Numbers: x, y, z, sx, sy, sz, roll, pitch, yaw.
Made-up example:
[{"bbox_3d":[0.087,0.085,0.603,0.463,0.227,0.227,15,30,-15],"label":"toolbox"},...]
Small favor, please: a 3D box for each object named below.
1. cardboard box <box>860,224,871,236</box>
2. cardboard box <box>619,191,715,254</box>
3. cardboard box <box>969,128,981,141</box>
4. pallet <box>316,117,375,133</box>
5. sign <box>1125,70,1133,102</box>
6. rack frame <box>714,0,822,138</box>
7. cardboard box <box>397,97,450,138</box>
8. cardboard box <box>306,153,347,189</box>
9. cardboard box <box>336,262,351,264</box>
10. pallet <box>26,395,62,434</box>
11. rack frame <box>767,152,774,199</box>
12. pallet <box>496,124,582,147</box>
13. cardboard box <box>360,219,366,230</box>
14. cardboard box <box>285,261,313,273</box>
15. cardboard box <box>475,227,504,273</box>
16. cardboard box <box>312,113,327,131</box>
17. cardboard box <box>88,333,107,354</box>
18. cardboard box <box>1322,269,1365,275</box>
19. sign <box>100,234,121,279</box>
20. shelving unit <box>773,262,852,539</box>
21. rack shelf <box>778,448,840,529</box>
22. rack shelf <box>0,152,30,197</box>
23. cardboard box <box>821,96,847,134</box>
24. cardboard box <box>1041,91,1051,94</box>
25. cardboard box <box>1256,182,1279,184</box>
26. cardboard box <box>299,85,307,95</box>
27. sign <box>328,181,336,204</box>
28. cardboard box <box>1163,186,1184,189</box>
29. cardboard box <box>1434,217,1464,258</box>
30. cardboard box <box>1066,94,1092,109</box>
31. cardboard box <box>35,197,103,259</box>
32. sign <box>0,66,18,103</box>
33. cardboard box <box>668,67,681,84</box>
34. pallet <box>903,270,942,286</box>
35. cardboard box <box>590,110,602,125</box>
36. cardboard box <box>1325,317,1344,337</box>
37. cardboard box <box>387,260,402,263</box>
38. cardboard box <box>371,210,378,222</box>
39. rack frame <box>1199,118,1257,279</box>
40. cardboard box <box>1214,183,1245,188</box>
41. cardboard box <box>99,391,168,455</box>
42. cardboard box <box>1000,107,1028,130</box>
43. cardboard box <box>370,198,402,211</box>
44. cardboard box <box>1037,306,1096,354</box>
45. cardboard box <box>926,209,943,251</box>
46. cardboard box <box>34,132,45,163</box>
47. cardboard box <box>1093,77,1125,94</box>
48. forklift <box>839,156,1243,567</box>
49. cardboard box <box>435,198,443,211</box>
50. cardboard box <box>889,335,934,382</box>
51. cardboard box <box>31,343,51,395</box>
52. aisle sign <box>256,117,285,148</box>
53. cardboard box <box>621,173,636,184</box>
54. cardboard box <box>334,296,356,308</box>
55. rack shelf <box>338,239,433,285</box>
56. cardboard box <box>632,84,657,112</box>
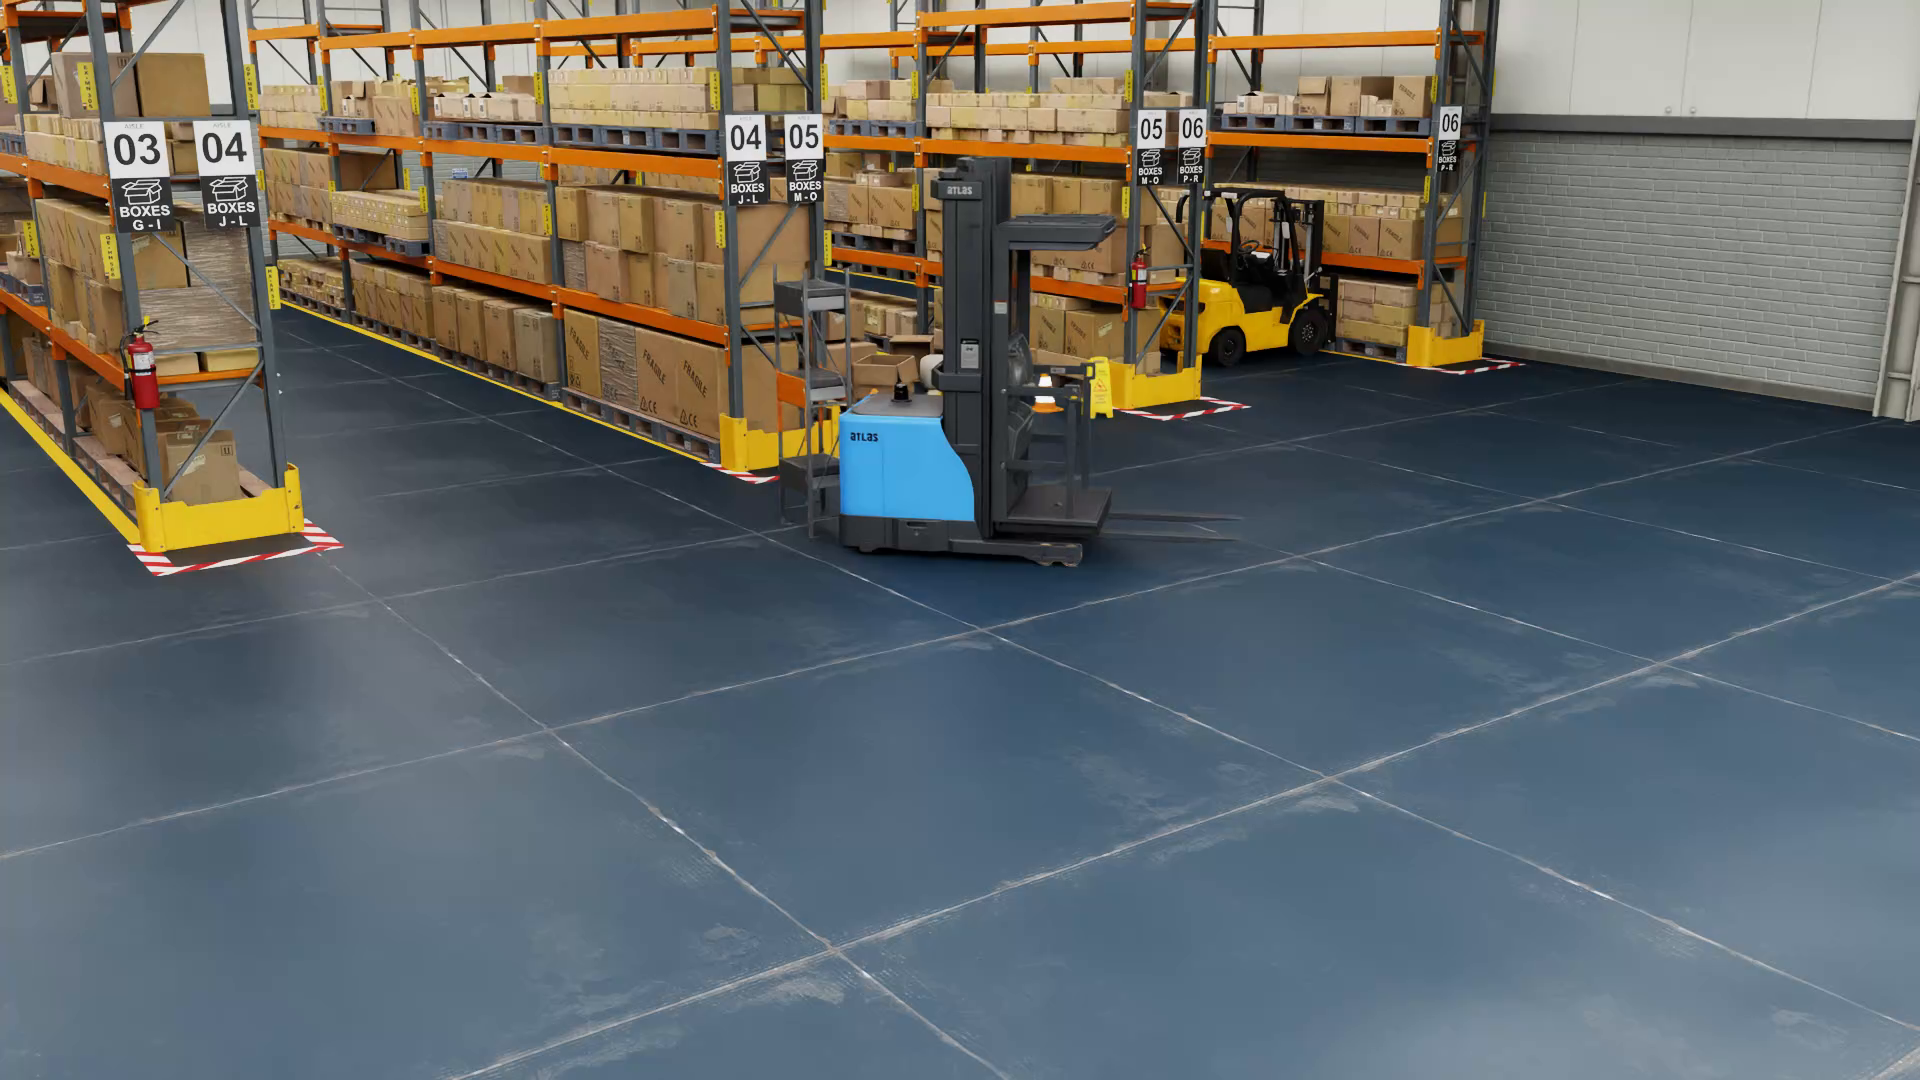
[{"bbox_3d":[-1.113,-4.156,22.260,0.380,0.149,0.250,-11,19,-34],"label":"cardboard box"},{"bbox_3d":[-2.927,-3.217,16.817,0.875,0.550,0.500,-11,19,-35],"label":"cardboard box"},{"bbox_3d":[0.331,-4.907,20.115,0.380,0.149,0.250,-10,18,-33],"label":"cardboard box"},{"bbox_3d":[-8.485,-5.972,23.887,1.213,0.211,1.003,-11,19,-35],"label":"pallet"},{"bbox_3d":[1.778,-4.783,17.512,0.100,0.325,0.005,-11,19,-35],"label":"sign"},{"bbox_3d":[-1.706,-5.095,14.646,1.000,3.000,0.127,-11,19,-35],"label":"rack frame"},{"bbox_3d":[-6.951,-5.487,21.571,0.500,0.500,0.500,-11,19,-35],"label":"cardboard box"},{"bbox_3d":[-9.565,-5.606,25.229,0.500,0.500,0.500,-12,19,-36],"label":"cardboard box"},{"bbox_3d":[-9.937,-4.447,27.119,0.380,0.149,0.250,-10,18,-33],"label":"cardboard box"},{"bbox_3d":[-9.310,-1.389,17.752,1.003,0.211,1.213,-11,19,-35],"label":"pallet"},{"bbox_3d":[-2.465,-4.700,24.565,1.000,3.000,0.127,-11,19,-35],"label":"rack frame"},{"bbox_3d":[-4.637,-4.598,18.875,0.805,0.209,1.217,-12,19,-37],"label":"pallet"},{"bbox_3d":[-8.130,-4.412,23.194,0.380,0.149,0.250,-11,19,-36],"label":"cardboard box"},{"bbox_3d":[-10.776,-4.454,27.146,0.380,0.149,0.250,-11,19,-35],"label":"cardboard box"},{"bbox_3d":[-5.475,-3.498,19.984,0.500,0.500,0.500,-11,19,-35],"label":"cardboard box"},{"bbox_3d":[-9.269,-6.201,24.654,0.500,0.250,0.500,-10,18,-33],"label":"cardboard box"},{"bbox_3d":[-7.079,-1.665,13.953,0.380,0.149,0.250,-11,19,-35],"label":"cardboard box"},{"bbox_3d":[5.244,-3.578,22.987,0.500,0.250,0.500,-11,19,-36],"label":"cardboard box"},{"bbox_3d":[-6.238,-2.082,12.210,0.100,0.325,0.005,-11,19,-35],"label":"sign"},{"bbox_3d":[-1.154,-1.106,13.137,0.431,2.100,0.503,-10,18,-32],"label":"shelving unit"},{"bbox_3d":[-1.153,-0.418,13.325,0.431,0.518,0.480,-10,18,-32],"label":"rack shelf"},{"bbox_3d":[-9.305,-3.834,17.084,1.077,0.370,4.000,-11,19,-35],"label":"rack shelf"},{"bbox_3d":[-1.545,-5.875,22.982,0.797,0.503,0.637,-11,19,-35],"label":"cardboard box"},{"bbox_3d":[1.555,-7.303,27.359,0.380,0.149,0.250,-12,19,-36],"label":"cardboard box"},{"bbox_3d":[4.446,-5.040,23.827,0.380,0.149,0.250,-11,19,-36],"label":"cardboard box"},{"bbox_3d":[-9.786,-6.818,25.203,0.380,0.149,0.250,-12,19,-37],"label":"cardboard box"},{"bbox_3d":[-9.196,-5.096,24.372,0.100,0.325,0.005,-11,19,-35],"label":"sign"},{"bbox_3d":[3.312,-5.314,25.390,0.380,0.149,0.250,-11,19,-35],"label":"cardboard box"},{"bbox_3d":[6.185,-3.960,21.672,0.500,0.500,0.500,-10,18,-33],"label":"cardboard box"},{"bbox_3d":[1.408,-4.903,18.591,0.380,0.149,0.250,-11,19,-34],"label":"cardboard box"},{"bbox_3d":[-8.070,-2.846,15.145,0.500,0.500,0.500,-11,19,-35],"label":"cardboard box"},{"bbox_3d":[-8.576,-4.107,14.991,0.100,0.325,0.005,-11,19,-35],"label":"sign"},{"bbox_3d":[-2.475,-4.290,15.367,0.380,0.149,0.250,-10,18,-34],"label":"cardboard box"},{"bbox_3d":[-0.295,-4.812,30.259,1.003,0.211,1.213,-11,19,-35],"label":"pallet"},{"bbox_3d":[-3.519,-4.285,16.857,0.380,0.149,0.250,-11,19,-35],"label":"cardboard box"},{"bbox_3d":[5.148,-2.906,22.425,0.500,0.250,0.500,-11,19,-34],"label":"cardboard box"},{"bbox_3d":[-8.119,-4.003,24.538,0.500,0.250,0.500,-11,19,-36],"label":"cardboard box"},{"bbox_3d":[-7.829,-4.445,22.750,0.380,0.149,0.250,-10,18,-33],"label":"cardboard box"},{"bbox_3d":[3.900,-4.617,24.262,1.000,3.000,0.127,-11,19,-35],"label":"rack frame"},{"bbox_3d":[3.847,-5.007,23.707,0.380,0.149,0.250,-10,18,-33],"label":"cardboard box"},{"bbox_3d":[-7.583,-1.092,15.322,0.500,0.500,0.500,-5,16,-17],"label":"cardboard box"},{"bbox_3d":[0.818,-4.902,19.343,0.500,0.250,0.500,-11,19,-34],"label":"cardboard box"},{"bbox_3d":[-7.827,-4.588,22.711,0.380,0.149,0.250,-10,18,-32],"label":"cardboard box"},{"bbox_3d":[1.247,-2.471,19.415,0.500,0.500,0.500,-10,18,-33],"label":"cardboard box"},{"bbox_3d":[-0.080,-3.900,20.891,0.500,0.500,0.500,-11,19,-35],"label":"cardboard box"},{"bbox_3d":[-7.757,-3.434,14.542,0.500,0.250,0.500,-11,19,-35],"label":"cardboard box"},{"bbox_3d":[2.375,-6.807,25.408,0.500,0.500,0.500,-10,18,-33],"label":"cardboard box"},{"bbox_3d":[0.643,-1.366,12.513,3.031,2.935,1.130,3,16,10],"label":"forklift"},{"bbox_3d":[-6.981,-4.574,22.658,0.380,0.149,0.250,-12,19,-37],"label":"cardboard box"},{"bbox_3d":[-0.584,-2.201,20.167,0.500,0.500,0.500,1,15,4],"label":"cardboard box"},{"bbox_3d":[-9.734,-1.912,18.280,0.700,0.500,0.500,-13,20,-39],"label":"cardboard box"},{"bbox_3d":[-11.399,-6.841,27.464,0.394,0.787,0.004,-11,19,-35],"label":"aisle sign"},{"bbox_3d":[-5.318,-6.142,27.752,0.500,0.500,0.500,-11,19,-35],"label":"cardboard box"},{"bbox_3d":[-9.268,-3.622,25.234,0.380,0.149,0.250,-11,19,-34],"label":"cardboard box"},{"bbox_3d":[-7.585,-3.990,23.335,1.077,0.370,4.000,-11,19,-35],"label":"rack shelf"},{"bbox_3d":[-2.807,-4.246,15.960,0.500,0.250,0.500,-11,19,-35],"label":"cardboard box"}]
